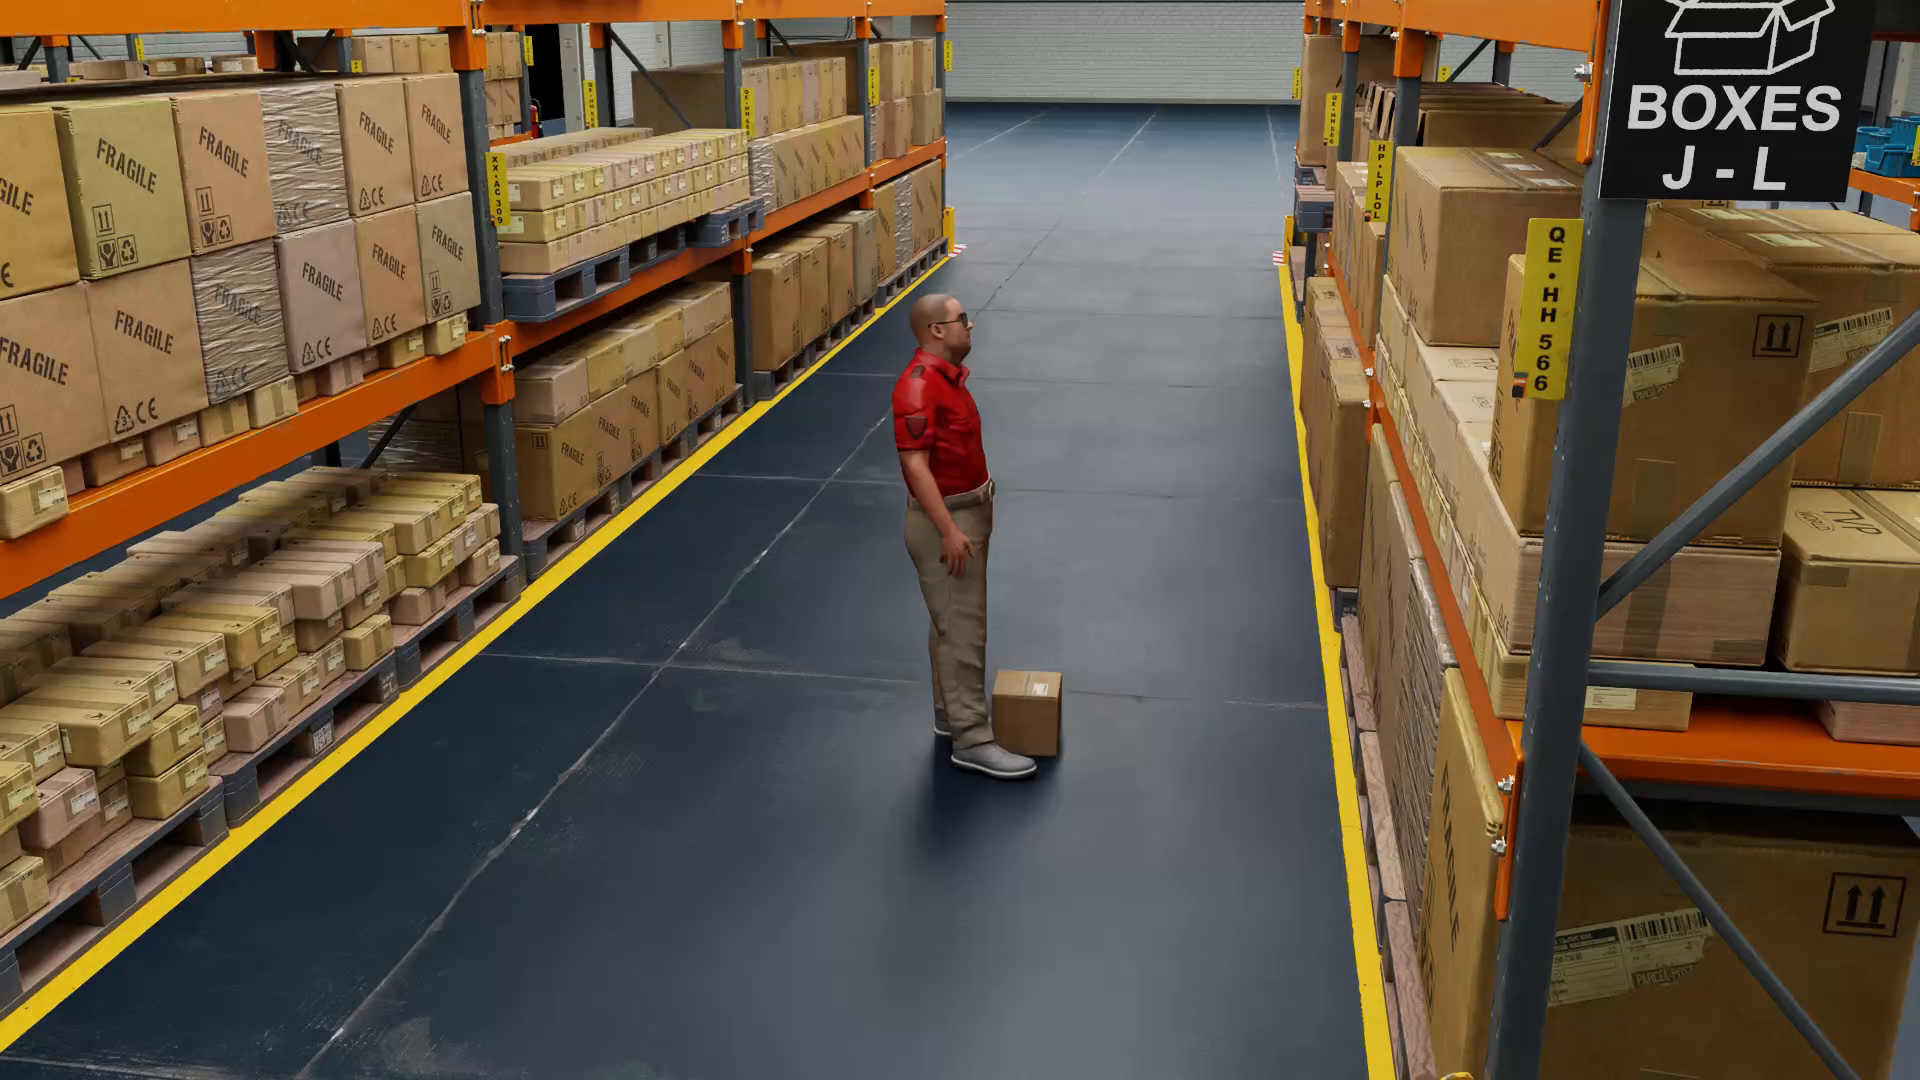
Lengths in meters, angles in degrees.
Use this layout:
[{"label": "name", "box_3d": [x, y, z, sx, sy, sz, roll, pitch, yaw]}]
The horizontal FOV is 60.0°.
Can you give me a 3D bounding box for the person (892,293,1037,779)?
[{"label": "person", "box_3d": [0.052, -0.042, 6.182, 0.551, 1.727, 0.635, 3, 18, 9]}]
